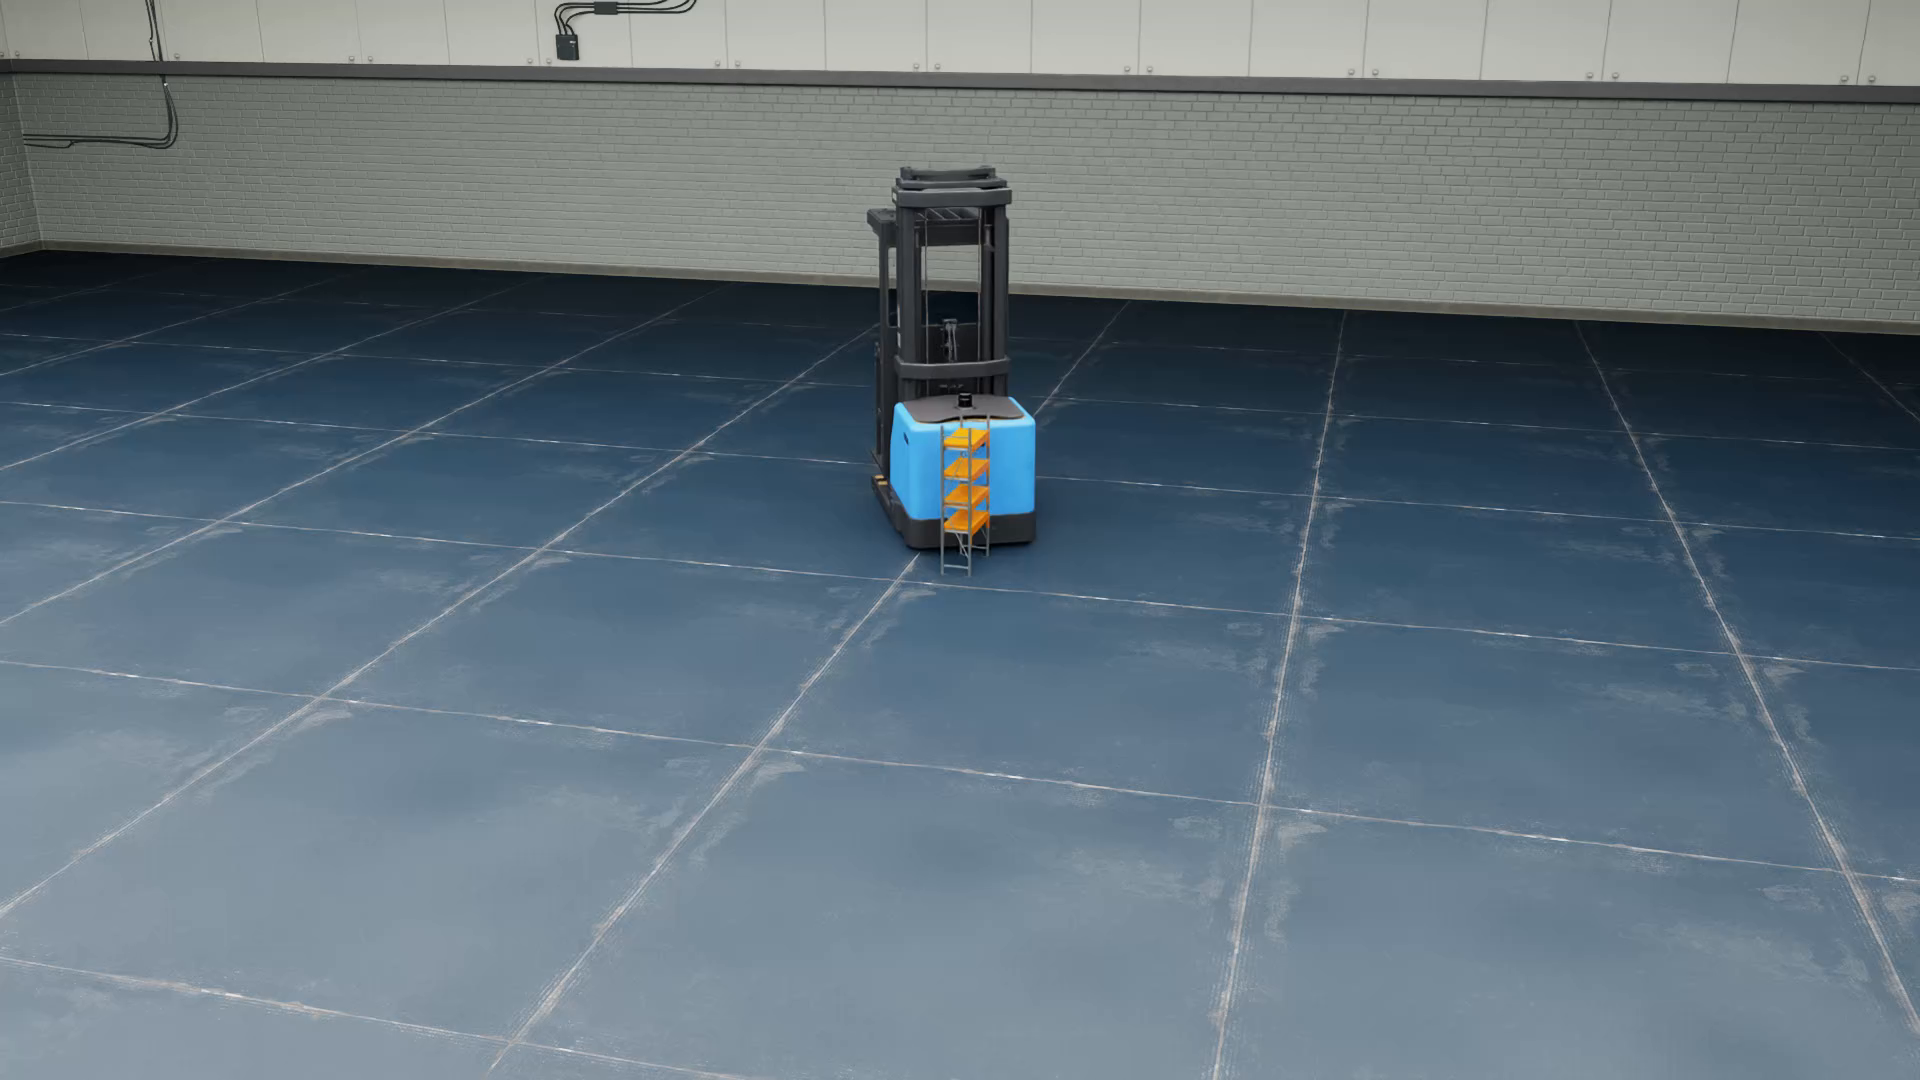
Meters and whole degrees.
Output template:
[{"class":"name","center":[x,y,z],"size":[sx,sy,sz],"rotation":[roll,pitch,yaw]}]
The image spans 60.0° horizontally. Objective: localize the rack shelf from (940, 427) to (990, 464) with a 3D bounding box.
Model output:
[{"class":"rack shelf","center":[0.043,-0.731,12.755],"size":[0.258,0.148,0.480],"rotation":[6,20,16]}]

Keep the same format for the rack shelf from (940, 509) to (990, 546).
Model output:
[{"class":"rack shelf","center":[0.043,-0.107,12.968],"size":[0.258,0.148,0.480],"rotation":[6,20,16]}]

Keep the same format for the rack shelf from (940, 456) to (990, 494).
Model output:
[{"class":"rack shelf","center":[0.043,-0.507,12.832],"size":[0.258,0.148,0.480],"rotation":[6,20,16]}]

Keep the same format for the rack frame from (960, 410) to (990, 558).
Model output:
[{"class":"rack frame","center":[0.116,-0.434,13.103],"size":[0.240,1.200,0.015],"rotation":[6,20,16]}]

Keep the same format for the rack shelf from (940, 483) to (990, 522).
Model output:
[{"class":"rack shelf","center":[0.043,-0.295,12.904],"size":[0.258,0.148,0.480],"rotation":[6,20,16]}]

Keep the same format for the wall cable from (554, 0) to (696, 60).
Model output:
[{"class":"wall cable","center":[-4.846,-9.887,23.451],"size":[2.305,6.003,0.169],"rotation":[5,19,13]}]

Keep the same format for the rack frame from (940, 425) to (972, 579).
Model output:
[{"class":"rack frame","center":[-0.030,-0.284,12.662],"size":[0.240,1.200,0.015],"rotation":[6,20,16]}]

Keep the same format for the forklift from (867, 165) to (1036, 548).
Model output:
[{"class":"forklift","center":[-0.182,-1.759,14.302],"size":[1.130,2.935,3.031],"rotation":[-4,19,-11]}]

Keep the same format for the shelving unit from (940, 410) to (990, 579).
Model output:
[{"class":"shelving unit","center":[0.043,-0.359,12.882],"size":[0.258,1.200,0.503],"rotation":[6,20,16]}]

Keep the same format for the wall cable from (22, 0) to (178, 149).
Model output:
[{"class":"wall cable","center":[-14.048,-7.563,26.712],"size":[3.097,2.526,0.112],"rotation":[5,19,13]}]
